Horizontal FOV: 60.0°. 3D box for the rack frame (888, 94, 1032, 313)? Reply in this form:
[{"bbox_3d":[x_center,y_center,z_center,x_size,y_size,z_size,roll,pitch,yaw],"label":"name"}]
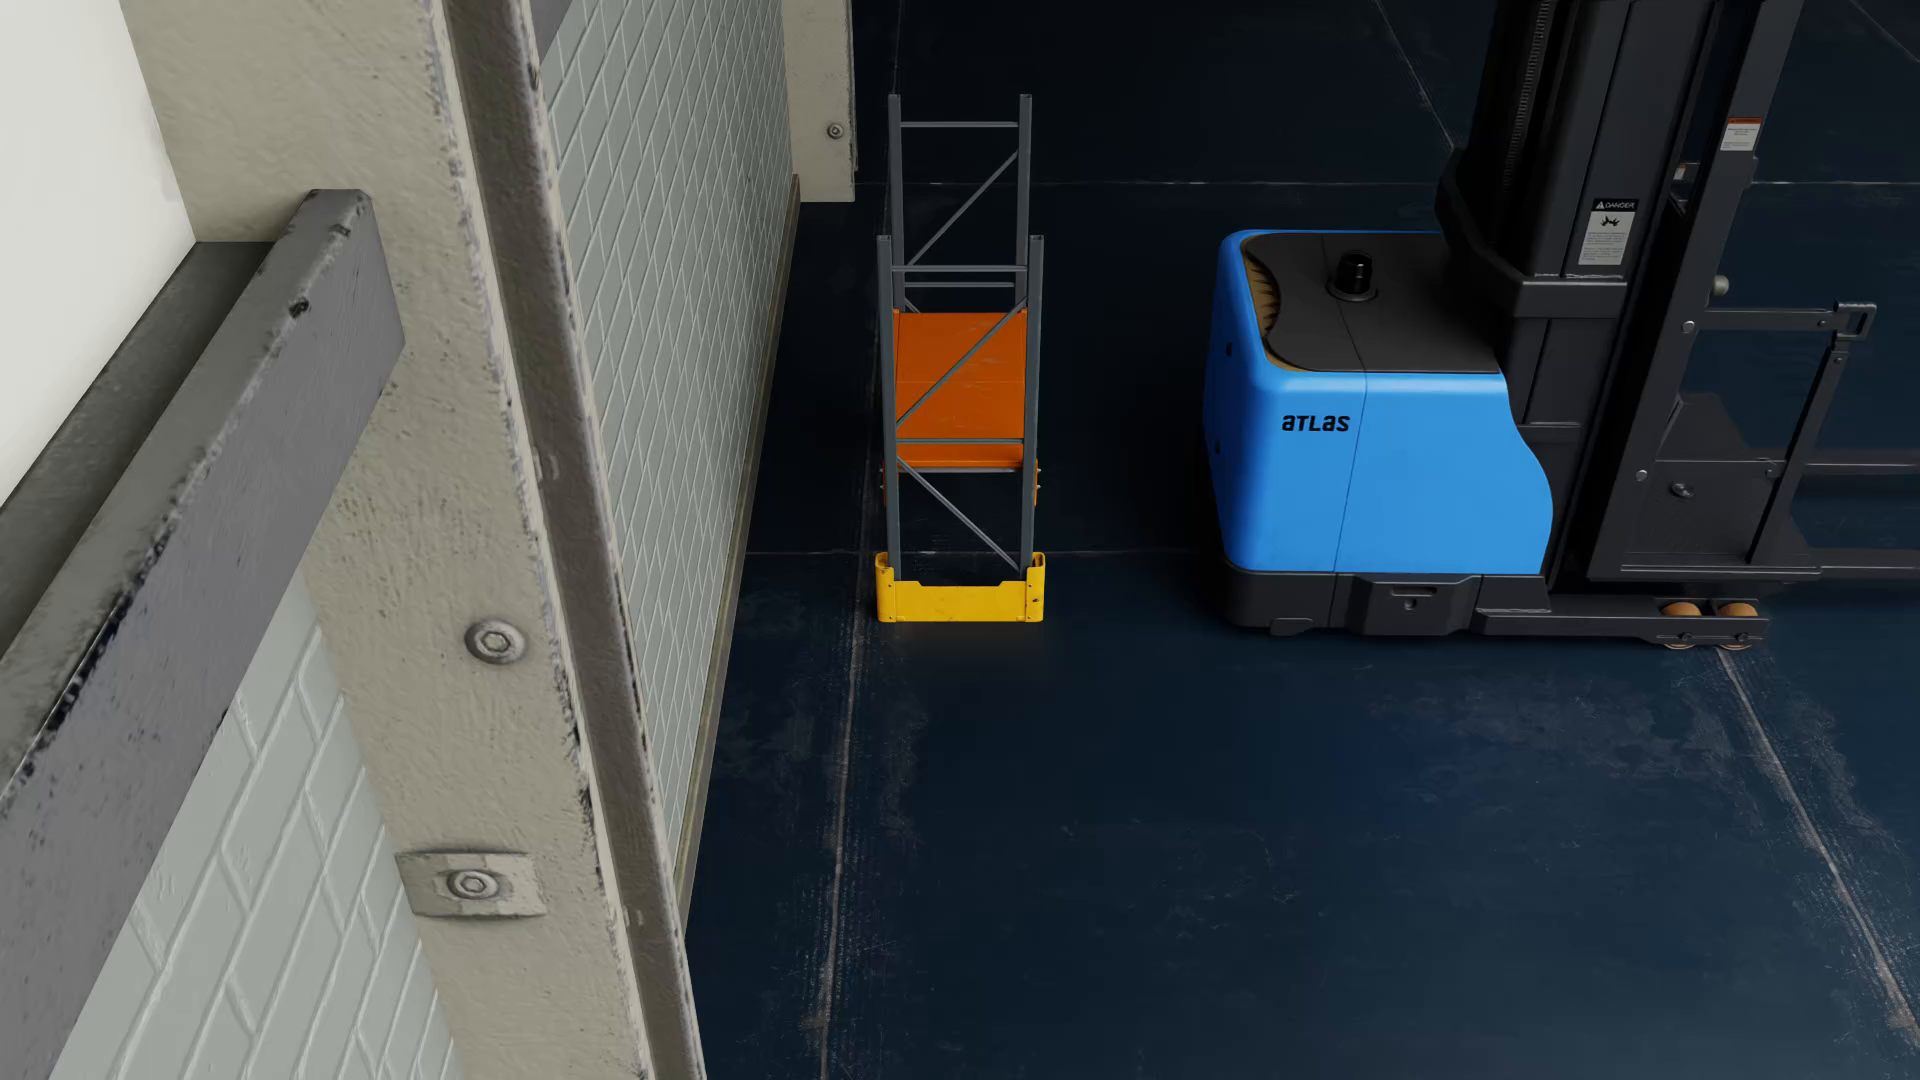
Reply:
[{"bbox_3d":[-0.001,-0.956,6.244,0.500,1.500,0.032,0,39,0],"label":"rack frame"}]

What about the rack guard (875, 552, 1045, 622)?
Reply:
[{"bbox_3d":[0.000,0.166,5.843,0.587,0.250,0.087,0,39,0],"label":"rack guard"}]

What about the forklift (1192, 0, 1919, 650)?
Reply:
[{"bbox_3d":[2.415,-1.099,5.278,3.031,2.935,1.130,1,39,1],"label":"forklift"}]

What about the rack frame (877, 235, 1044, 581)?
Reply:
[{"bbox_3d":[0.000,-0.321,5.451,0.500,1.500,0.032,0,39,0],"label":"rack frame"}]

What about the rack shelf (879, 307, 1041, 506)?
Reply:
[{"bbox_3d":[0.000,-0.498,5.960,0.538,0.185,1.000,0,39,0],"label":"rack shelf"}]

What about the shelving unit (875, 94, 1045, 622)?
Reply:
[{"bbox_3d":[0.000,-0.633,5.840,0.587,1.500,1.083,0,39,0],"label":"shelving unit"}]

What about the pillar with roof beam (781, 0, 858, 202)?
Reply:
[{"bbox_3d":[3.619,-5.343,5.722,9.100,9.000,0.400,0,39,0],"label":"pillar with roof beam"}]
